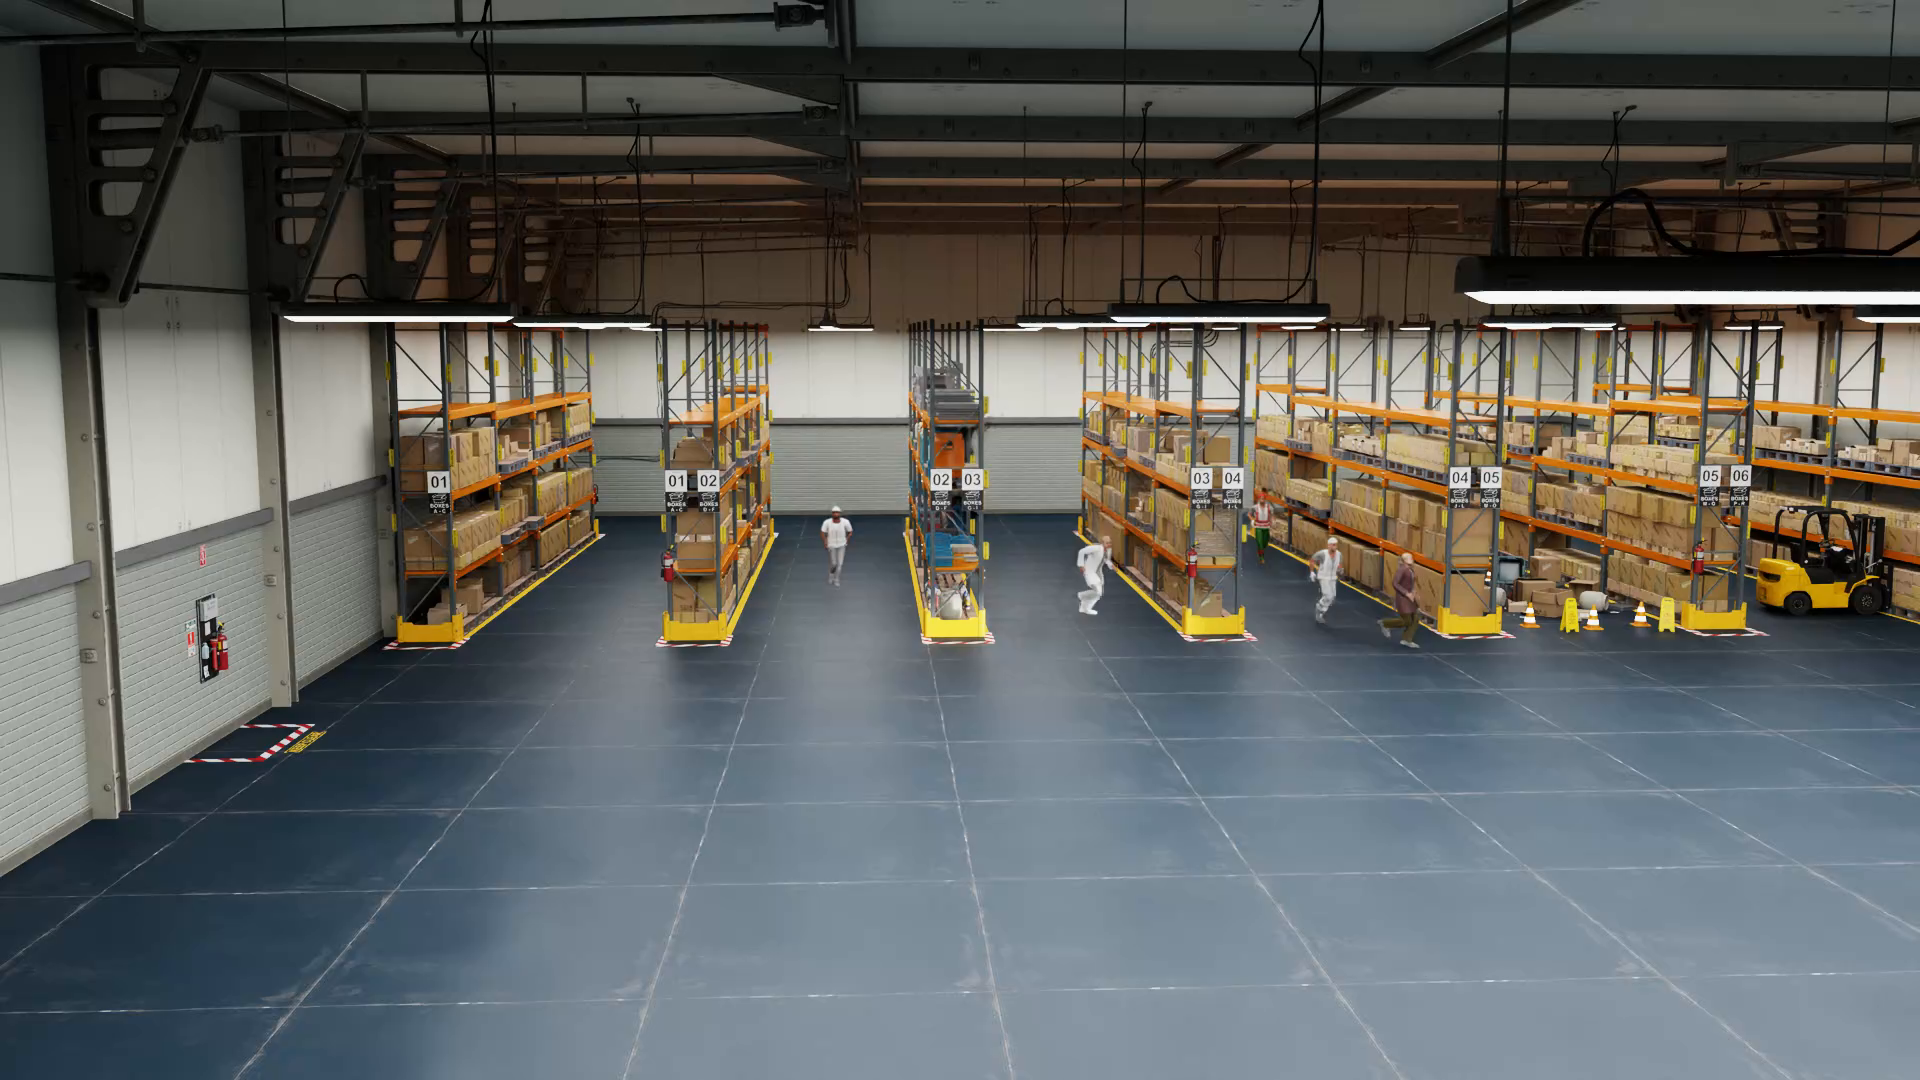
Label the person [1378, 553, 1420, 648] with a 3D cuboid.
[{"bbox_3d":[8.141,1.097,30.680,0.778,1.750,0.730,5,8,33],"label":"person"}]

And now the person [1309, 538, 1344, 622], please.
[{"bbox_3d":[7.312,0.794,32.935,0.625,1.716,0.674,-3,8,-26],"label":"person"}]

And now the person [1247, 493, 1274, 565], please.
[{"bbox_3d":[7.557,-0.293,41.732,0.655,1.774,0.845,0,7,-2],"label":"person"}]

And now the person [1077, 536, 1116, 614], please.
[{"bbox_3d":[2.655,0.695,32.575,0.737,1.605,0.868,-7,10,-44],"label":"person"}]

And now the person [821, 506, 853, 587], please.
[{"bbox_3d":[-2.650,0.136,35.969,0.691,1.741,0.572,-1,7,-6],"label":"person"}]
